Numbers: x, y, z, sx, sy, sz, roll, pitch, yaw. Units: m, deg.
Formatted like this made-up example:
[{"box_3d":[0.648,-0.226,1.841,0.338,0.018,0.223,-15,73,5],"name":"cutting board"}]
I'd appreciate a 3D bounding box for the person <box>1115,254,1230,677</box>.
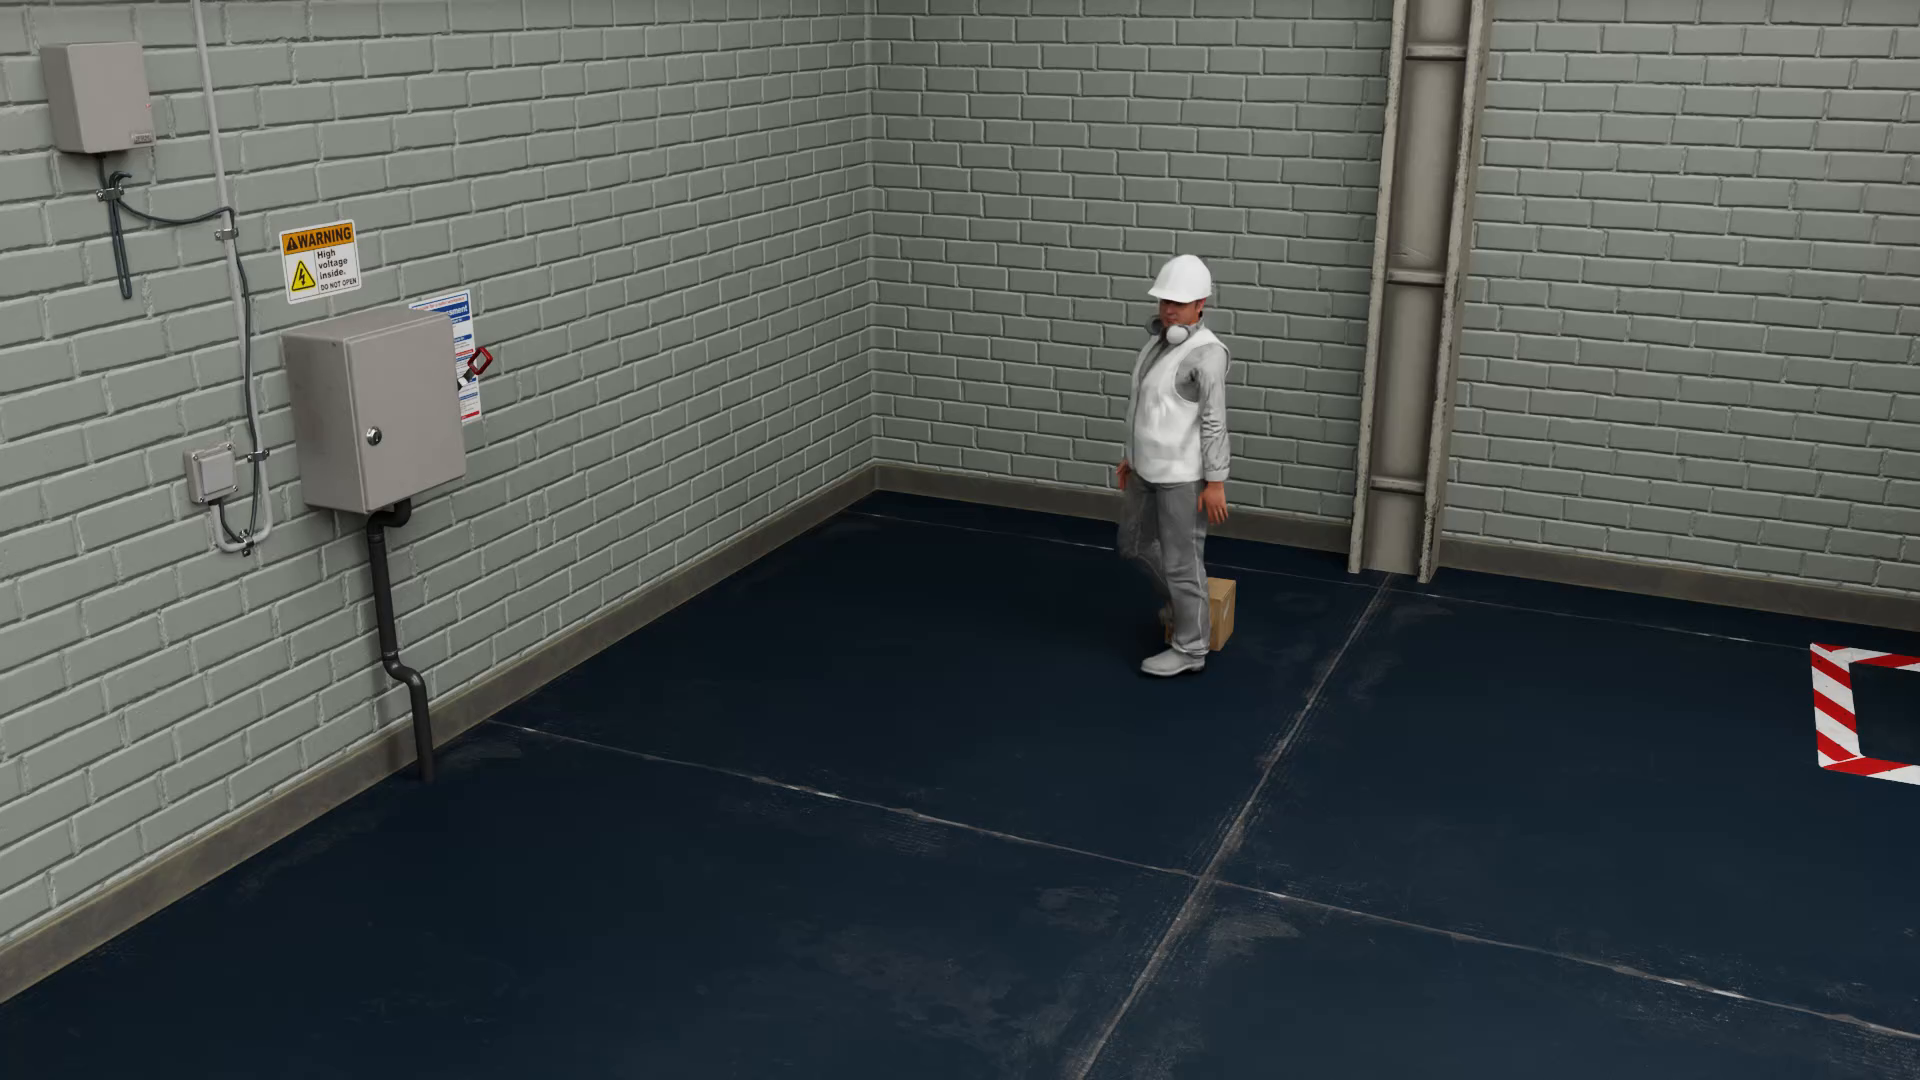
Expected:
[{"box_3d":[0.903,-0.313,6.882,0.473,1.764,0.694,-6,20,-16],"name":"person"}]
